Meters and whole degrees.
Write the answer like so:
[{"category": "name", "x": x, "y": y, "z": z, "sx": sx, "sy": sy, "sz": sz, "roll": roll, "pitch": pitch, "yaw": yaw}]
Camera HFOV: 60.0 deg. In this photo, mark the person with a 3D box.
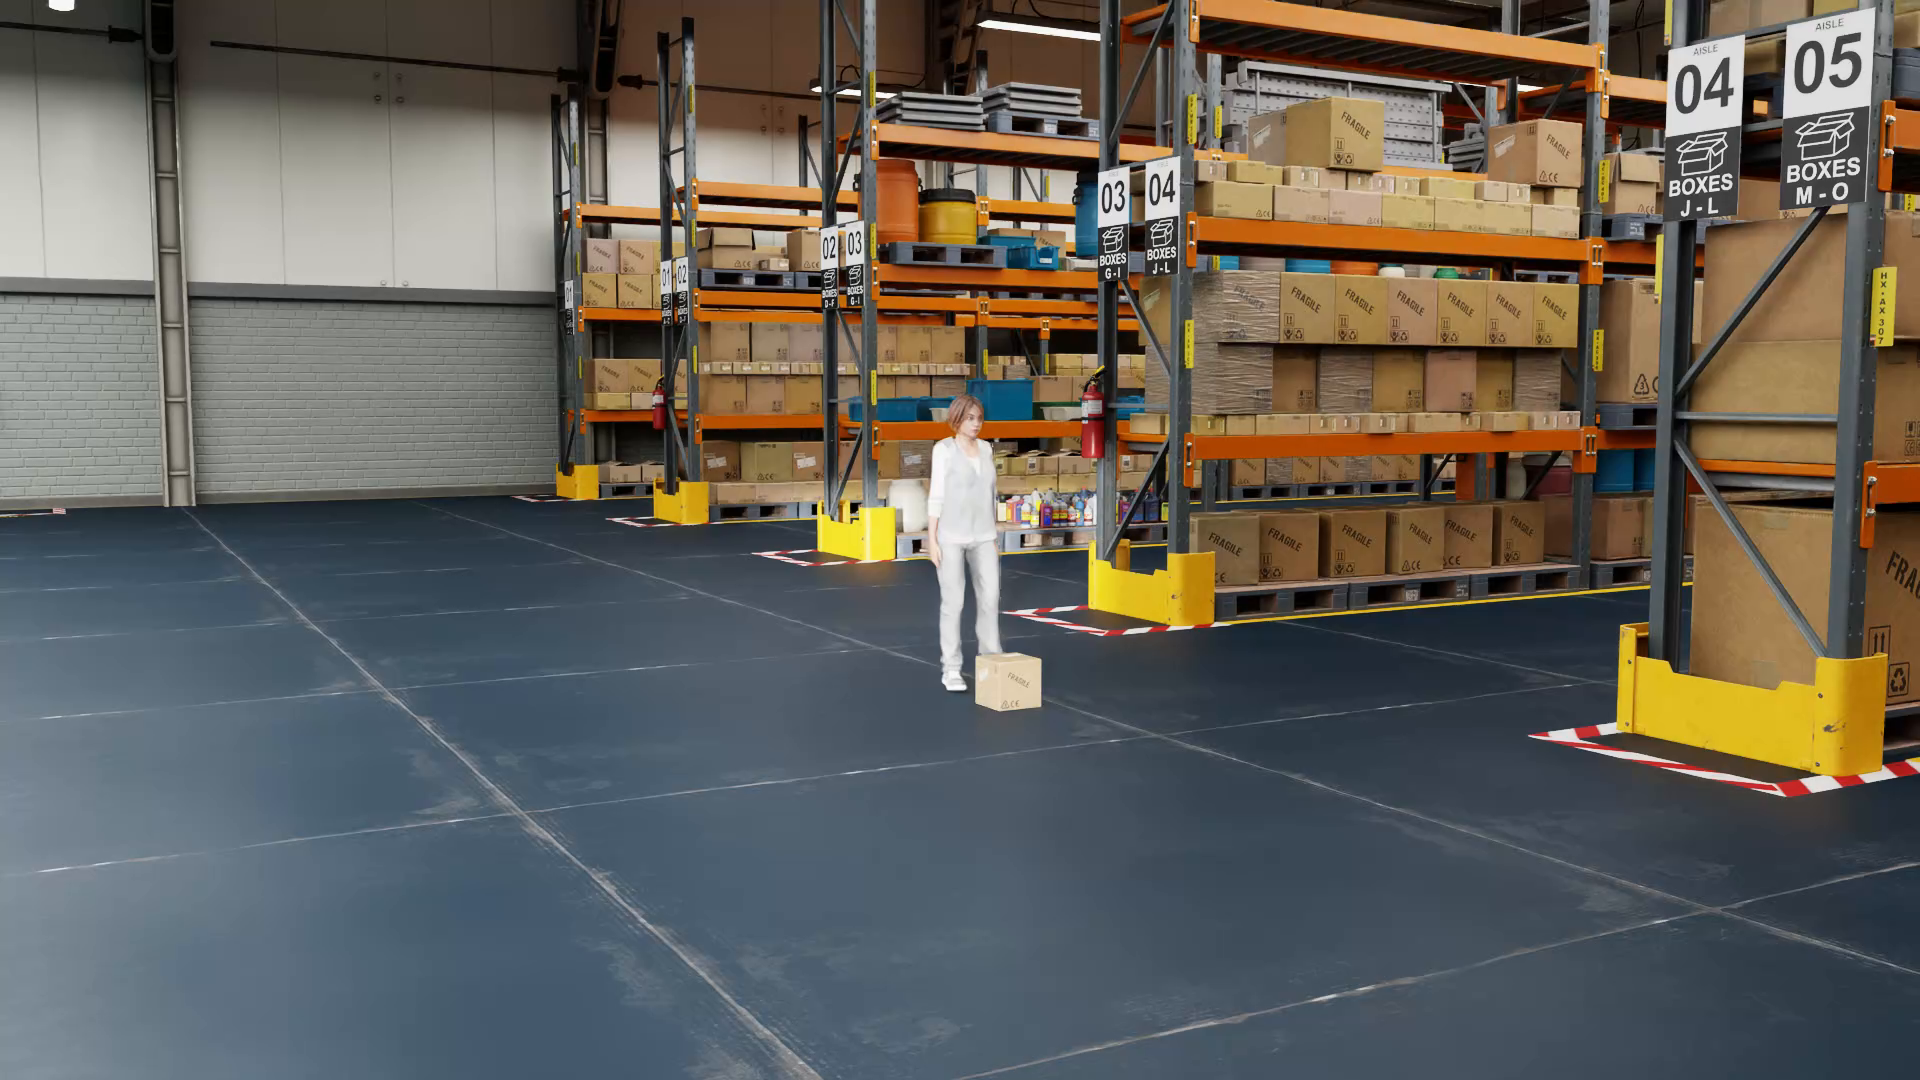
[{"category": "person", "x": 0.052, "y": 0.029, "z": 8.902, "sx": 0.438, "sy": 1.588, "sz": 0.502, "roll": -3, "pitch": 6, "yaw": -28}]
